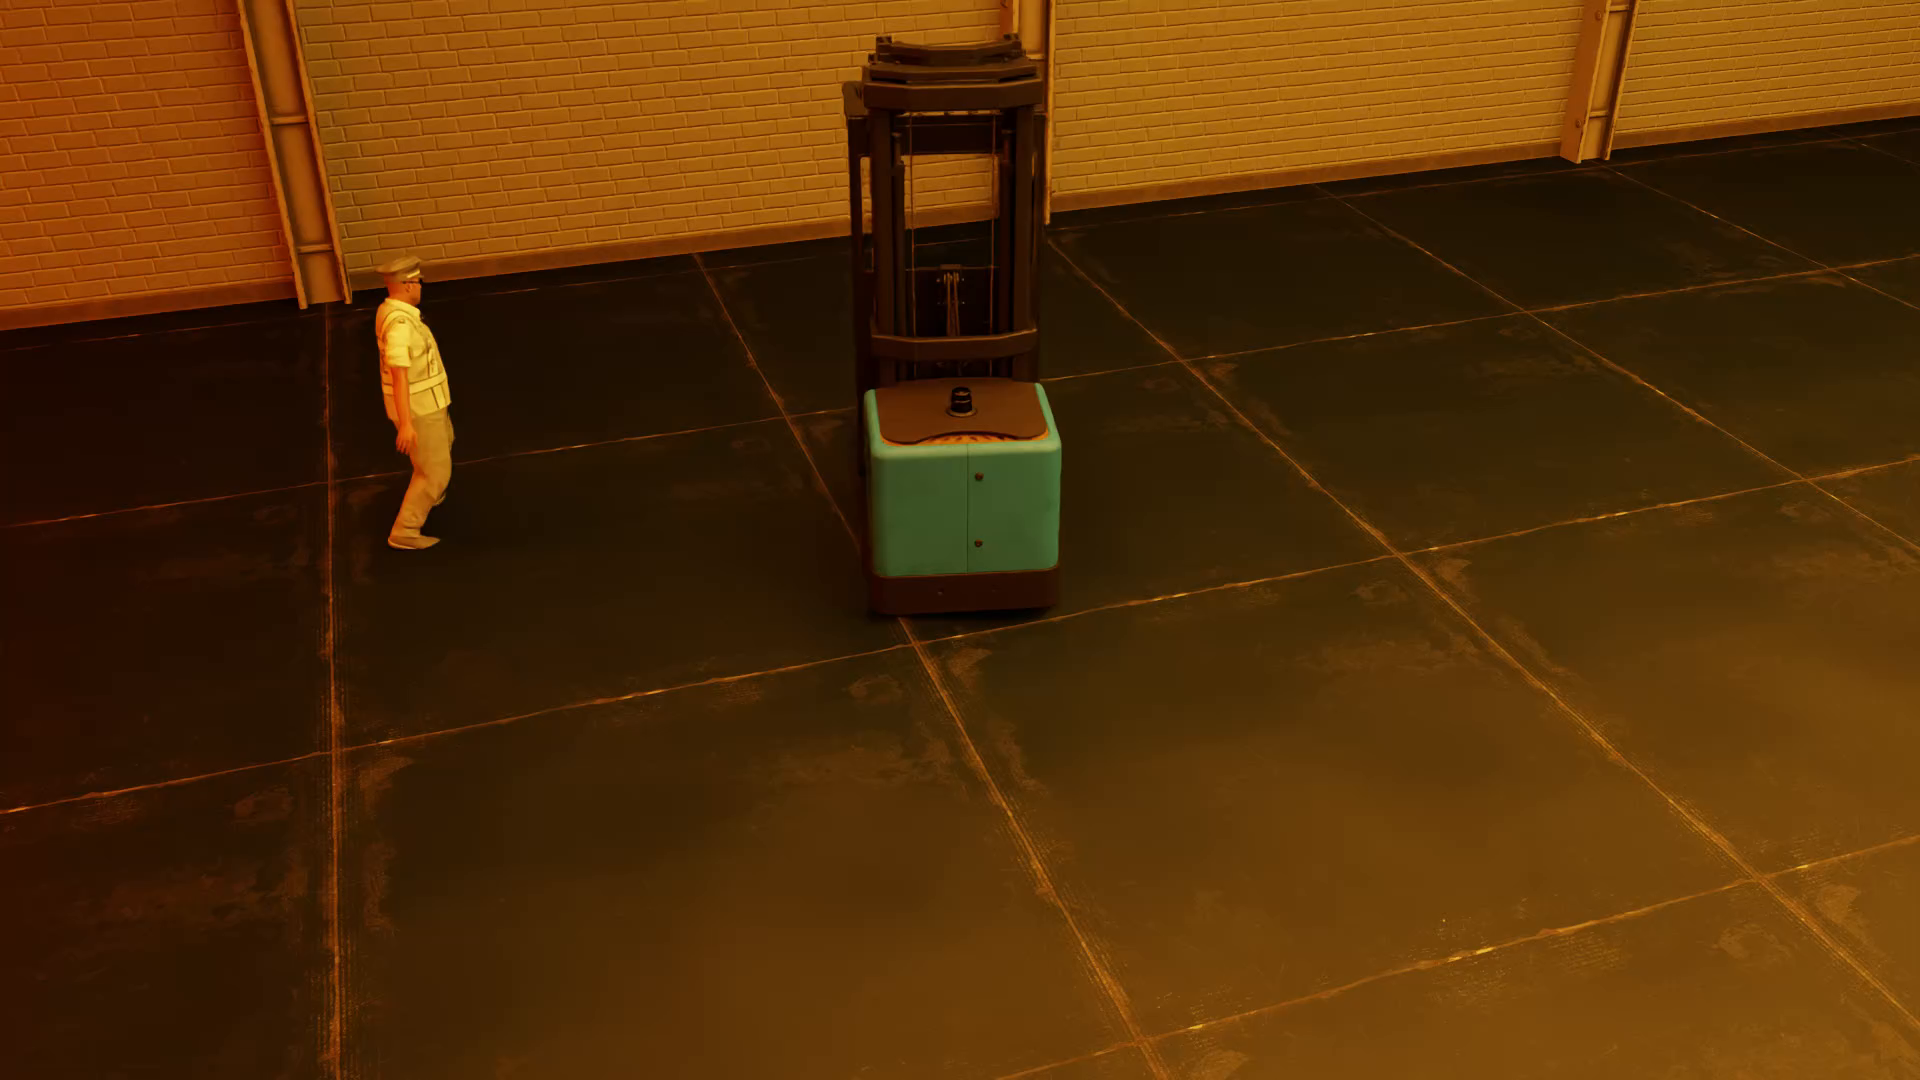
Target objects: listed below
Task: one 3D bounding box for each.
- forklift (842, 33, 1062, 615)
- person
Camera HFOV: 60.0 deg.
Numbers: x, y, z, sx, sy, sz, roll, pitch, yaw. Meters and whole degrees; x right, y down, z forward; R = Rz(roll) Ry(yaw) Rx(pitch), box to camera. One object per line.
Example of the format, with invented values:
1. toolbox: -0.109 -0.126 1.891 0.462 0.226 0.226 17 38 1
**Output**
1. forklift: -0.100 -1.566 9.809 1.130 2.935 3.031 -3 30 -5
2. person: -3.227 -0.763 9.725 0.498 1.735 0.898 -10 31 -17
